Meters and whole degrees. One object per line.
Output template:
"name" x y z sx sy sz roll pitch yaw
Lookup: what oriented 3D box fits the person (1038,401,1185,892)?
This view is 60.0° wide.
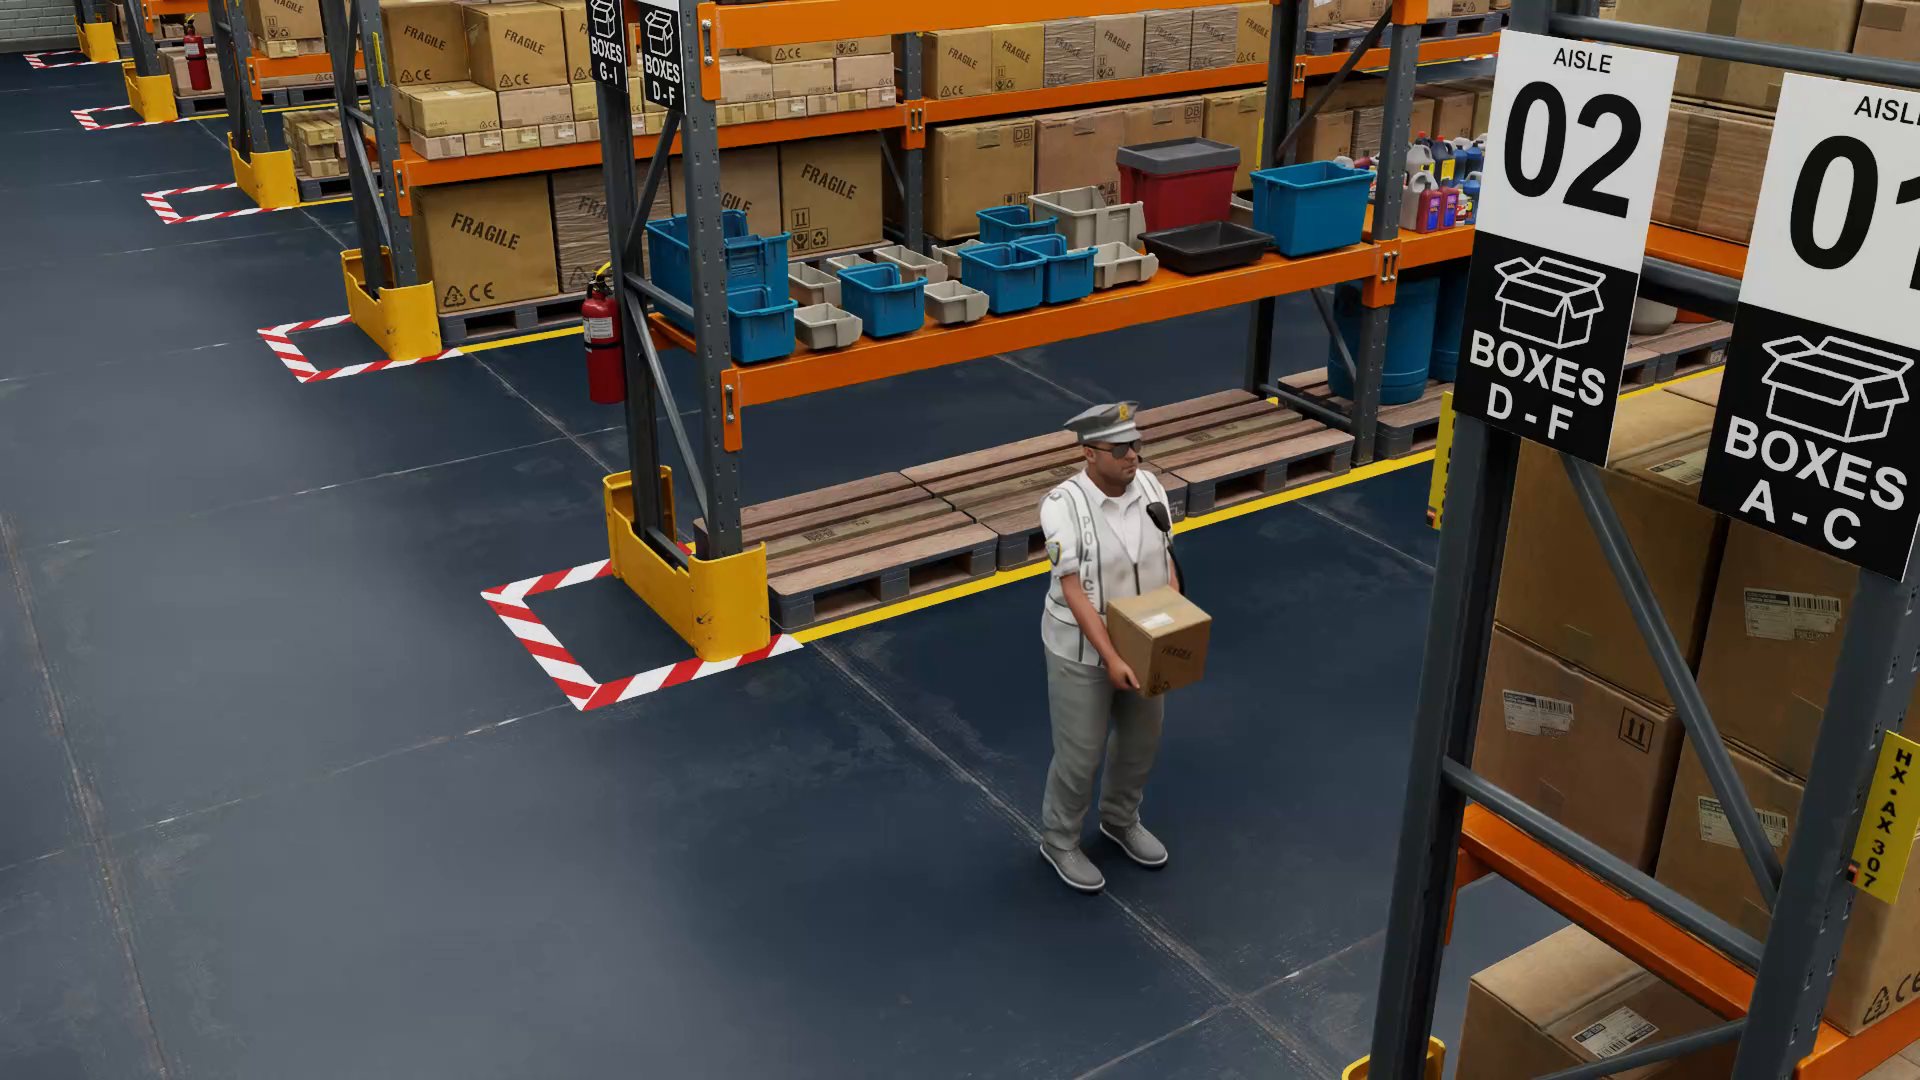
"person" 0.560 0.381 5.757 0.494 1.768 0.566 -15 29 -29
